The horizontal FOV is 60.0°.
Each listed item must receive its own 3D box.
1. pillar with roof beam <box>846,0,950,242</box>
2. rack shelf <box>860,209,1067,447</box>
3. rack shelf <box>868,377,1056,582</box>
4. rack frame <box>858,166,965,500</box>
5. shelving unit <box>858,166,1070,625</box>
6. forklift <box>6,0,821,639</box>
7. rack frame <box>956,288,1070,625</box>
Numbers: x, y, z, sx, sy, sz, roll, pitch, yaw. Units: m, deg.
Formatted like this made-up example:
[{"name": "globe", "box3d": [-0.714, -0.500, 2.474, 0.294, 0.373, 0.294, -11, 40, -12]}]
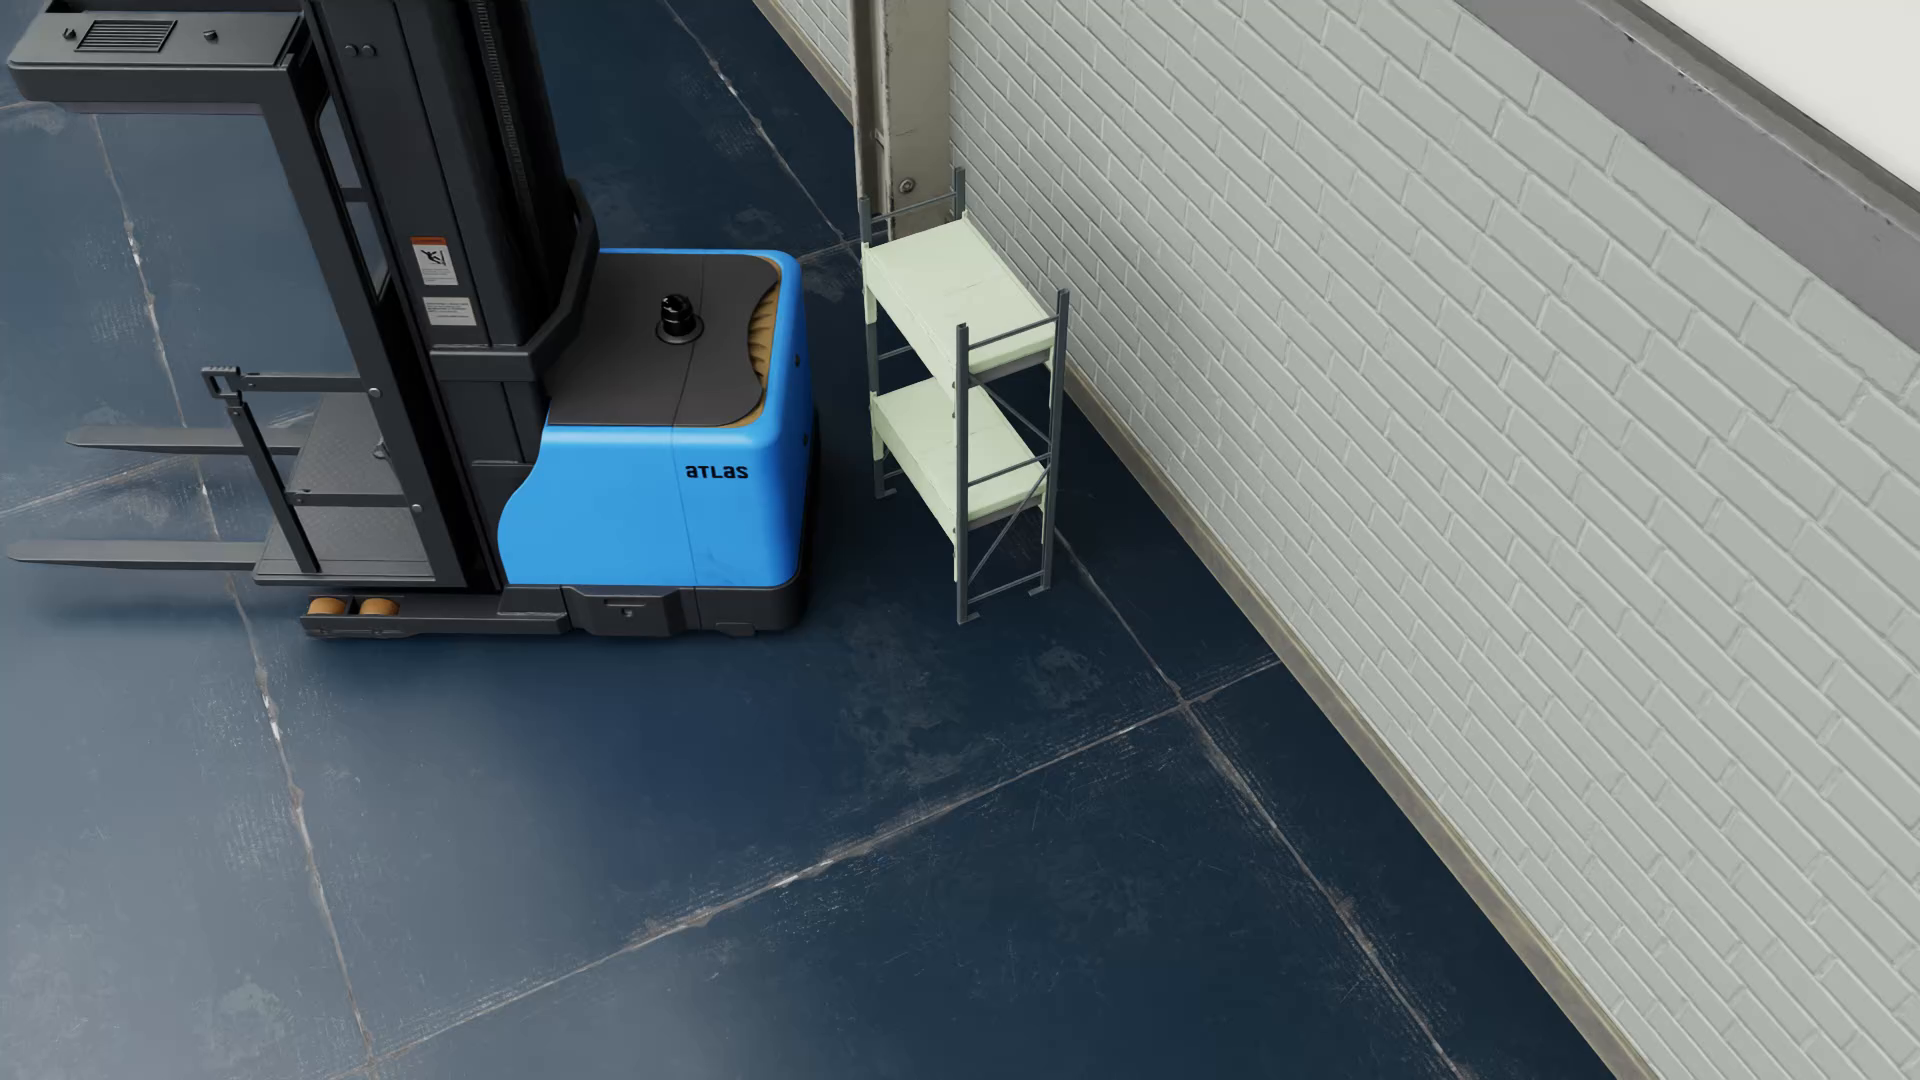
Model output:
[{"name": "pillar with roof beam", "box3d": [-4.095, -2.993, 3.282, 9.100, 9.000, 0.400, -21, 52, -18]}, {"name": "rack shelf", "box3d": [0.003, -0.746, 5.780, 0.431, 0.370, 0.720, -21, 52, -18]}, {"name": "rack shelf", "box3d": [0.003, -0.275, 6.320, 0.431, 0.370, 0.720, -21, 52, -18]}, {"name": "rack frame", "box3d": [-0.164, -0.734, 6.288, 0.400, 1.500, 0.023, -21, 52, -18]}, {"name": "shelving unit", "box3d": [0.003, -0.489, 6.074, 0.431, 1.500, 0.755, -21, 52, -18]}, {"name": "forklift", "box3d": [-2.096, -0.990, 5.561, 3.031, 2.935, 1.130, 1, 49, 1]}, {"name": "rack frame", "box3d": [0.171, -0.244, 5.860, 0.400, 1.500, 0.023, -21, 52, -18]}]
